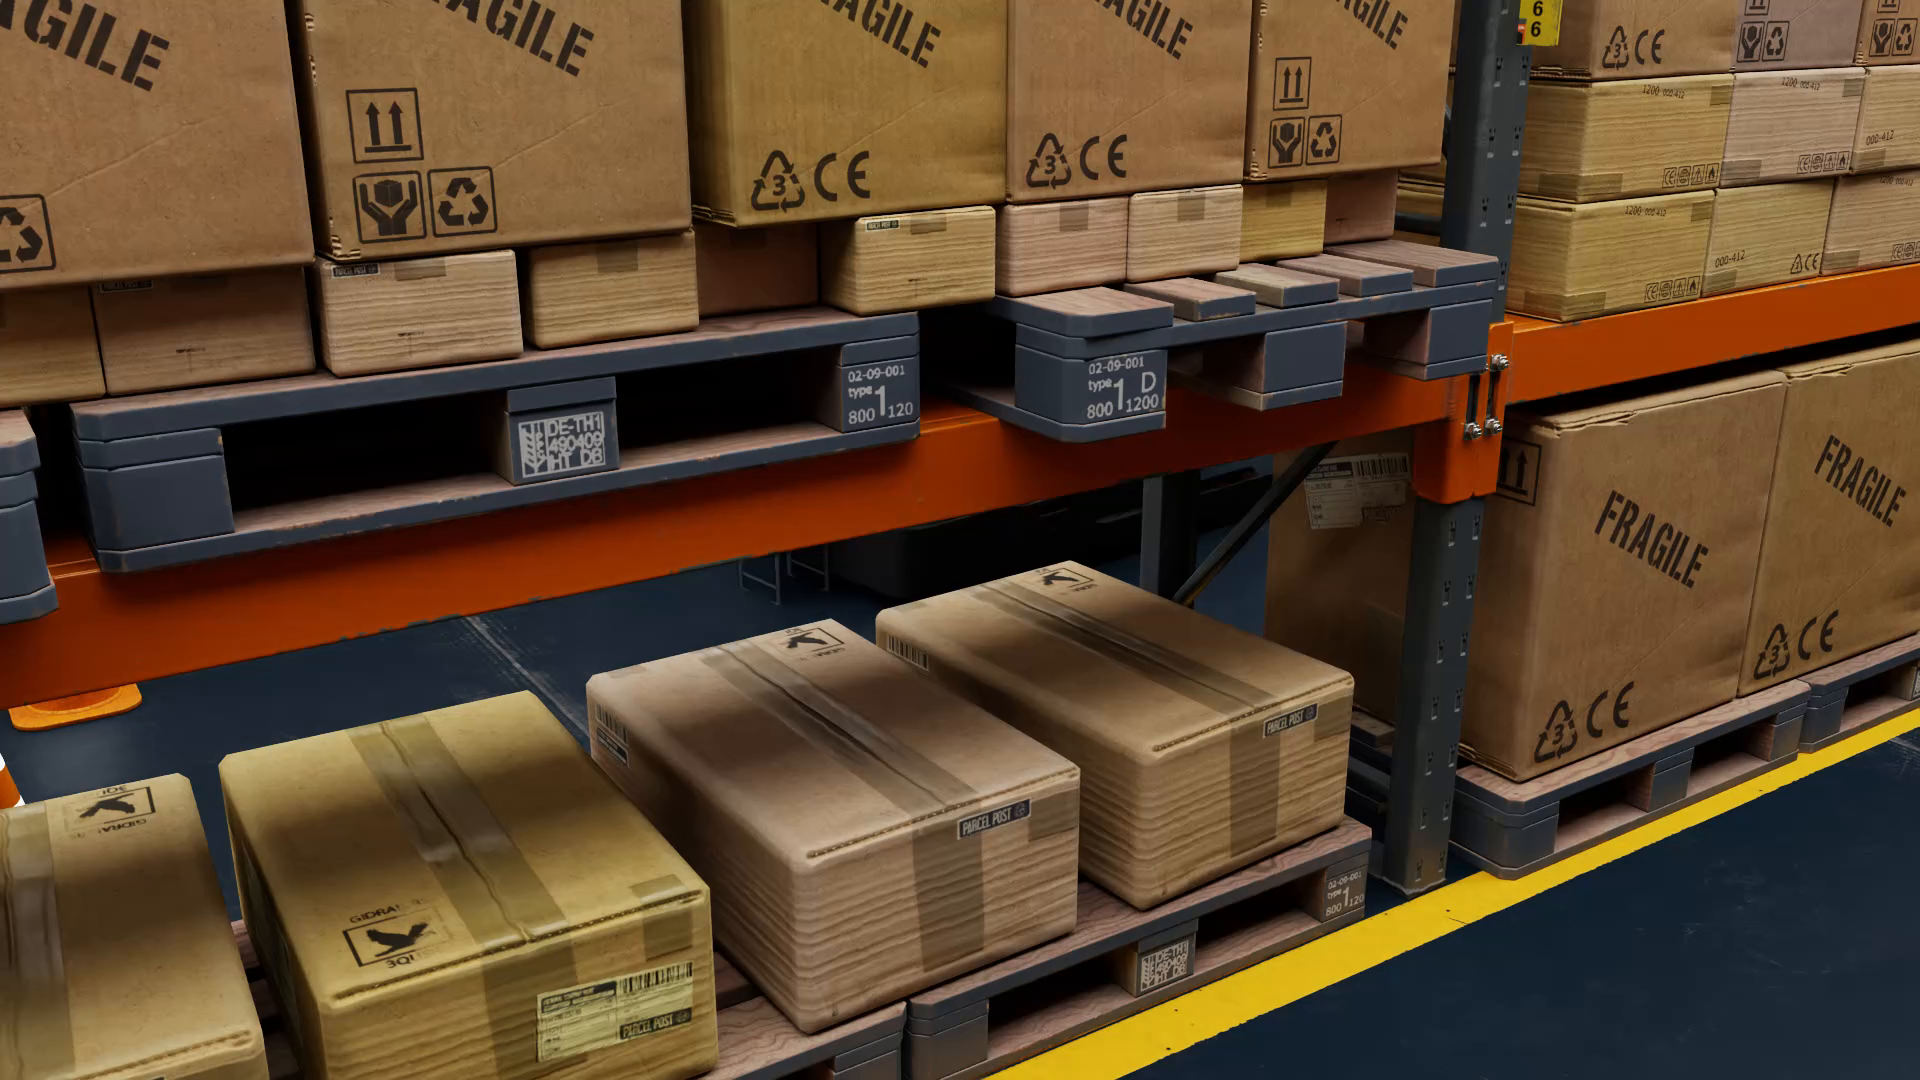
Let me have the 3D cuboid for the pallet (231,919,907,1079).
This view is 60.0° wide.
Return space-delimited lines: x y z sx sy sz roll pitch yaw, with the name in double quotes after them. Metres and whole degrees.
-0.868 0.931 3.162 1.213 0.211 1.003 -12 22 -31 "pallet"

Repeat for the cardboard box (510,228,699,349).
-0.591 -0.406 2.499 0.250 0.149 0.380 -13 22 -33 "cardboard box"

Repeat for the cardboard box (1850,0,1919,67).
2.199 -1.460 4.164 0.500 0.500 0.500 -11 22 -30 "cardboard box"

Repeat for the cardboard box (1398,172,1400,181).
1.068 -1.060 4.150 0.500 0.250 0.500 -12 22 -32 "cardboard box"

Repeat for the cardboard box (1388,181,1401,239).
1.083 -0.829 4.246 0.500 0.250 0.500 -13 23 -33 "cardboard box"

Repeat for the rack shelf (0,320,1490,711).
-0.867 -0.048 2.826 4.000 0.370 1.077 -12 22 -31 "rack shelf"

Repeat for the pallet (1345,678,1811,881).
1.503 0.461 4.551 1.213 0.211 1.003 -12 22 -31 "pallet"

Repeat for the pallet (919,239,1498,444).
0.267 -0.496 3.328 1.003 0.211 1.213 -12 22 -31 "pallet"

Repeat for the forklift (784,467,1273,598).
0.610 -1.561 6.286 3.031 2.935 1.130 -16 24 -39 "forklift"

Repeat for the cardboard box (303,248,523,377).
-0.798 -0.351 2.337 0.250 0.149 0.380 -11 22 -29 "cardboard box"

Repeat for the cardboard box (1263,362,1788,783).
1.426 -0.033 4.320 0.875 0.875 0.875 -12 22 -32 "cardboard box"

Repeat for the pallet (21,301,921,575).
-0.827 -0.291 2.720 1.213 0.211 1.003 -12 22 -31 "pallet"

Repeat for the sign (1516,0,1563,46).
1.110 -1.109 3.156 0.005 0.325 0.100 -12 22 -31 "sign"

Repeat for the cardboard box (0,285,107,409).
-1.256 -0.275 2.112 0.250 0.149 0.380 -12 22 -31 "cardboard box"

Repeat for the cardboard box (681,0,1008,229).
-0.270 -0.791 2.623 0.500 0.500 0.500 -14 23 -35 "cardboard box"

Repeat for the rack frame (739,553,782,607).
-0.680 -0.231 5.522 0.006 0.900 0.240 -16 24 -39 "rack frame"

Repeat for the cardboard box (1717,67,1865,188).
1.795 -1.021 4.034 0.500 0.250 0.500 -11 22 -30 "cardboard box"

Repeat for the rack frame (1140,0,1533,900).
0.803 -0.741 3.753 0.127 3.000 1.000 -12 22 -31 "rack frame"

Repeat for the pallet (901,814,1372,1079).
0.150 0.717 3.794 1.213 0.211 1.003 -12 22 -31 "pallet"

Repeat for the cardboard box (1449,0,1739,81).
1.350 -1.284 3.640 0.500 0.500 0.500 -13 22 -33 "cardboard box"

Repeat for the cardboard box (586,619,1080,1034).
-0.286 0.534 3.429 0.625 0.372 0.950 -12 22 -32 "cardboard box"

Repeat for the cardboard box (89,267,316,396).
-1.049 -0.318 2.240 0.250 0.149 0.380 -12 22 -31 "cardboard box"

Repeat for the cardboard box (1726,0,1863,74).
1.759 -1.373 3.907 0.500 0.500 0.500 -12 22 -31 "cardboard box"

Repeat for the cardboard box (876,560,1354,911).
0.326 0.402 3.820 0.625 0.372 0.950 -14 23 -35 "cardboard box"

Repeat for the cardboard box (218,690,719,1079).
-0.922 0.666 3.039 0.625 0.372 0.950 -11 22 -30 "cardboard box"

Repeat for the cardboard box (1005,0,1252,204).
0.151 -0.880 2.887 0.500 0.500 0.500 -12 22 -32 "cardboard box"

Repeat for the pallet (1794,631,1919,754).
2.521 0.248 5.183 1.213 0.211 1.003 -12 22 -31 "pallet"

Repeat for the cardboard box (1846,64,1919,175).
2.218 -1.105 4.284 0.500 0.250 0.500 -12 22 -32 "cardboard box"

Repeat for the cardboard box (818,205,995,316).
-0.148 -0.483 2.726 0.250 0.149 0.380 -11 22 -30 "cardboard box"

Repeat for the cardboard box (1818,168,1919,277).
2.211 -0.875 4.383 0.500 0.250 0.500 -11 22 -30 "cardboard box"

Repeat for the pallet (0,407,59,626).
-1.819 -0.041 1.983 1.213 0.211 1.003 -12 22 -31 "pallet"

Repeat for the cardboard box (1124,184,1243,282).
0.289 -0.577 3.006 0.250 0.149 0.380 -12 22 -32 "cardboard box"

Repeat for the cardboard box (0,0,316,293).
-1.150 -0.601 2.064 0.500 0.500 0.500 -12 22 -32 "cardboard box"

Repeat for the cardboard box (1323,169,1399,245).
0.659 -0.700 3.369 0.250 0.149 0.380 -11 22 -29 "cardboard box"

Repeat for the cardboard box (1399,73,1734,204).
1.362 -0.930 3.766 0.500 0.250 0.500 -12 22 -32 "cardboard box"

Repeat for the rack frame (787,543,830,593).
-0.527 -0.274 5.649 0.006 0.900 0.240 -16 24 -39 "rack frame"

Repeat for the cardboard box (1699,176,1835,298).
1.770 -0.784 4.115 0.500 0.250 0.500 -13 22 -33 "cardboard box"

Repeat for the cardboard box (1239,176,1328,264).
0.475 -0.634 3.172 0.250 0.149 0.380 -12 22 -31 "cardboard box"

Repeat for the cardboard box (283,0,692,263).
-0.726 -0.695 2.340 0.500 0.500 0.500 -13 23 -34 "cardboard box"

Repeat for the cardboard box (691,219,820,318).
-0.427 -0.472 2.695 0.250 0.149 0.380 -12 22 -31 "cardboard box"

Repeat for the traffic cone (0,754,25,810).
-2.272 0.572 3.829 0.334 0.463 0.336 -12 22 -31 "traffic cone"

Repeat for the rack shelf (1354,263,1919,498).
2.474 -0.753 4.910 4.000 0.370 1.077 -12 22 -31 "rack shelf"

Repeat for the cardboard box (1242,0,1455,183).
0.577 -0.974 3.165 0.500 0.500 0.500 -13 22 -33 "cardboard box"

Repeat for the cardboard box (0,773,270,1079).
-1.502 0.789 2.675 0.625 0.372 0.950 -10 21 -28 "cardboard box"

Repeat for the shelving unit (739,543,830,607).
-0.604 -0.252 5.586 0.210 0.900 0.258 -16 24 -39 "shelving unit"

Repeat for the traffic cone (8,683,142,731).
-2.579 0.254 4.771 0.334 0.463 0.336 -12 22 -31 "traffic cone"

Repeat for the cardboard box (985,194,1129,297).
0.075 -0.535 2.881 0.250 0.149 0.380 -13 23 -34 "cardboard box"

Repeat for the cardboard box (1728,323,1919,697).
2.173 -0.189 4.782 0.875 0.875 0.875 -12 22 -31 "cardboard box"

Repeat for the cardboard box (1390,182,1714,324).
1.351 -0.689 3.833 0.500 0.250 0.500 -12 22 -32 "cardboard box"
